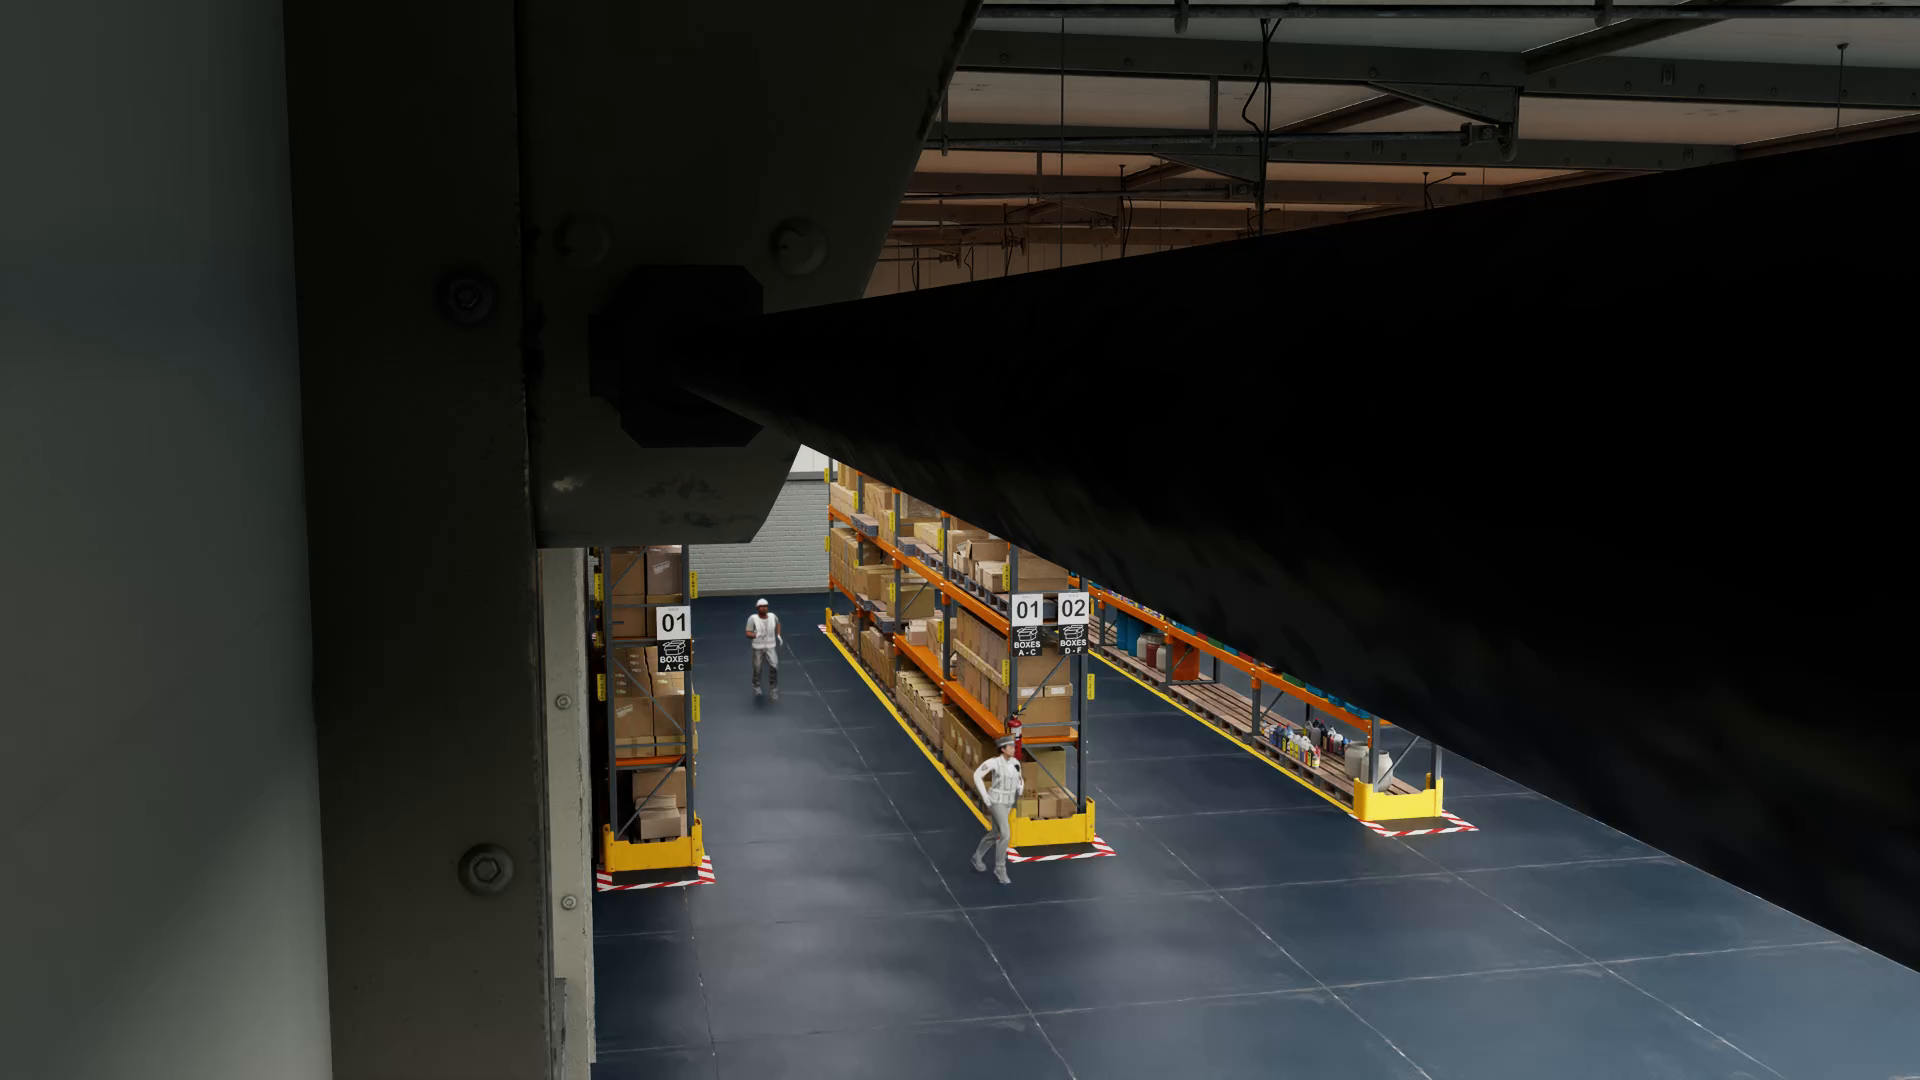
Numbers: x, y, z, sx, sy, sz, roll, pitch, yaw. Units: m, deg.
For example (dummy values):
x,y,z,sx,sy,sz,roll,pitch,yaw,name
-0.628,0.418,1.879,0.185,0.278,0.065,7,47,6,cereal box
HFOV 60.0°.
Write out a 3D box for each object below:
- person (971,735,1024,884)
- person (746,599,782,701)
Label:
x,y,z,sx,sy,sz,roll,pitch,yaw,name
0.492,3.168,19.821,0.674,1.725,0.588,6,9,41,person
-3.468,1.952,29.503,0.678,1.828,0.753,-2,7,-18,person
